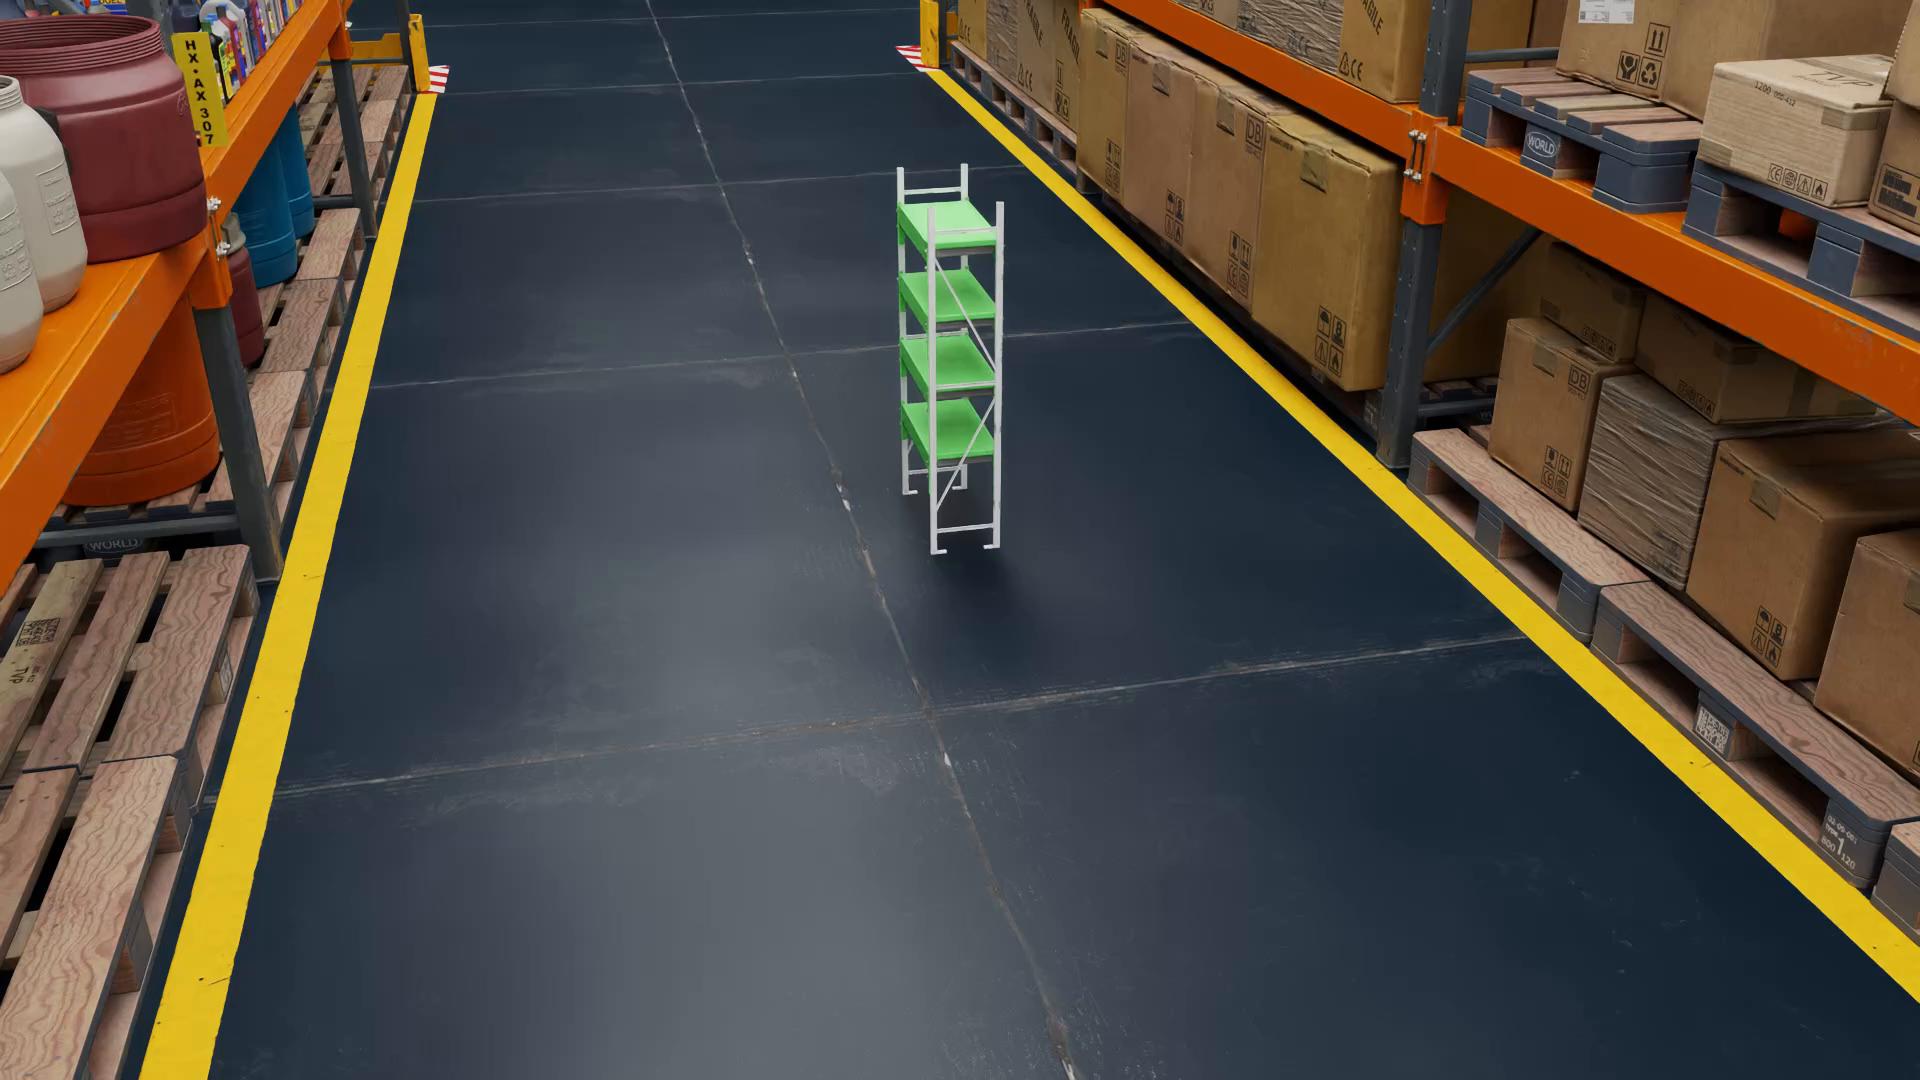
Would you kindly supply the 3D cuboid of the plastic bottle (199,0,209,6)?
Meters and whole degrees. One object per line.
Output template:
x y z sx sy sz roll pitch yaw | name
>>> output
-3.073 -2.166 6.856 0.097 0.271 0.097 0 27 0 | plastic bottle

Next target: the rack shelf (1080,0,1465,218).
1.639 -2.231 7.640 1.077 0.370 4.000 -6 27 -12 | rack shelf

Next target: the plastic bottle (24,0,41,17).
-3.513 -1.901 6.318 0.061 0.283 0.133 -6 27 -12 | plastic bottle

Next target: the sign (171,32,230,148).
-2.202 -1.303 4.822 0.100 0.325 0.005 -6 27 -12 | sign

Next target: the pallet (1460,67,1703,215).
2.354 -1.287 5.184 1.213 0.211 1.003 -6 27 -12 | pallet

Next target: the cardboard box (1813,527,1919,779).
2.658 0.272 4.167 0.700 0.500 0.500 -8 28 -16 | cardboard box

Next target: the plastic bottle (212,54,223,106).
-2.609 -1.609 5.738 0.061 0.283 0.133 -6 27 -12 | plastic bottle

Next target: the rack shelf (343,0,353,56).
-4.088 -3.484 10.123 1.077 0.370 4.000 -6 27 -12 | rack shelf

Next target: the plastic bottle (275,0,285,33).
-3.038 -2.350 7.215 0.152 0.276 0.135 -6 27 -12 | plastic bottle

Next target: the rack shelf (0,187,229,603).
-2.285 0.028 3.165 1.077 0.370 4.000 -6 27 -12 | rack shelf

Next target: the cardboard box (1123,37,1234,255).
1.554 -1.998 8.272 1.225 0.875 0.875 -7 28 -13 | cardboard box

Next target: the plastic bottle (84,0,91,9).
-3.696 -2.224 6.965 0.152 0.276 0.135 -6 27 -12 | plastic bottle

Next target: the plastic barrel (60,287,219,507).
-2.863 -0.603 5.559 0.600 0.830 0.708 -6 27 -12 | plastic barrel

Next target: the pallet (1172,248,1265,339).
1.714 -1.318 8.127 1.003 0.211 1.213 -6 27 -12 | pallet

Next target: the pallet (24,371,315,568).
-2.954 -0.269 6.048 1.003 0.211 1.213 -6 27 -12 | pallet

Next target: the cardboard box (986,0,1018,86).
0.714 -3.753 11.749 0.875 0.875 0.875 -6 27 -12 | cardboard box

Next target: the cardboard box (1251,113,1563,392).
1.954 -1.219 6.727 1.225 0.875 0.875 -7 28 -14 | cardboard box

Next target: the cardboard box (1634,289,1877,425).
2.399 -0.567 4.998 0.500 0.250 0.500 -3 27 -6 | cardboard box

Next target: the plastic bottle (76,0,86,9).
-3.644 -2.122 6.763 0.152 0.276 0.135 -6 27 -12 | plastic bottle

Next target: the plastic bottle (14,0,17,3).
-3.572 -1.895 6.305 0.061 0.283 0.133 -6 27 -12 | plastic bottle

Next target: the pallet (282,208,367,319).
-3.504 -1.340 8.170 1.003 0.211 1.213 -6 27 -12 | pallet

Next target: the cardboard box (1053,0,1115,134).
1.117 -2.967 10.192 0.875 0.875 0.875 -6 27 -12 | cardboard box

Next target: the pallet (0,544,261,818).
-2.599 0.417 4.689 1.003 0.211 1.213 -6 27 -12 | pallet

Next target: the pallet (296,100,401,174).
-4.120 -2.538 10.545 1.003 0.211 1.213 -6 27 -12 | pallet

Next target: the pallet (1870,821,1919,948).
2.814 0.985 3.565 1.003 0.211 1.213 -6 27 -12 | pallet

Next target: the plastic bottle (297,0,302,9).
-3.137 -2.638 7.778 0.061 0.283 0.133 -6 27 -12 | plastic bottle

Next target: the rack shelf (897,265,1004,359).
-0.037 -0.766 5.544 0.258 0.148 0.480 -6 27 -12 | rack shelf

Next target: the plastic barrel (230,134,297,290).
-3.372 -1.627 7.507 0.600 0.901 0.708 -6 27 -12 | plastic barrel

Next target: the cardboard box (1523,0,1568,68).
2.245 -1.960 6.194 0.500 0.500 0.500 -5 27 -10 | cardboard box

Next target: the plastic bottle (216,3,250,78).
-2.778 -1.898 6.324 0.097 0.271 0.097 0 27 0 | plastic bottle

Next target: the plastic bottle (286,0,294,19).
-3.112 -2.535 7.499 0.144 0.351 0.185 -6 27 -12 | plastic bottle

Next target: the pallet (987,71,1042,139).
0.814 -3.064 11.586 1.003 0.211 1.213 -6 27 -12 | pallet

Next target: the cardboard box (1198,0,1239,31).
1.396 -2.581 7.424 0.500 0.500 0.500 -5 27 -11 | cardboard box

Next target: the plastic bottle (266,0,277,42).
-2.955 -2.210 7.020 0.097 0.201 0.097 0 27 0 | plastic bottle

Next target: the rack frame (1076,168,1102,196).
1.188 -3.431 9.218 1.000 3.000 0.127 -6 27 -12 | rack frame

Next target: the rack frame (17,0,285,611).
-2.736 -1.172 4.742 1.000 3.000 0.127 -6 27 -12 | rack frame

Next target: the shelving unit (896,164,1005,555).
-0.037 -0.608 5.624 0.258 1.200 0.503 -6 27 -12 | shelving unit

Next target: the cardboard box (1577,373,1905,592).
2.397 -0.221 5.144 0.700 0.500 0.500 -8 28 -16 | cardboard box

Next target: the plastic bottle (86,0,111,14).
-3.526 -2.110 6.821 0.097 0.201 0.097 0 27 0 | plastic bottle

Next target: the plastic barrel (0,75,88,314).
-2.296 -0.792 3.865 0.421 0.512 0.421 0 27 0 | plastic barrel

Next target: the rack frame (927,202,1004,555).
0.018 -0.501 5.411 0.240 1.200 0.015 -6 27 -12 | rack frame

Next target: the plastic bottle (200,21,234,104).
-2.661 -1.710 5.939 0.061 0.283 0.133 -6 27 -12 | plastic bottle

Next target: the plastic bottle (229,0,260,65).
-2.863 -2.052 6.541 0.144 0.351 0.185 -6 27 -12 | plastic bottle

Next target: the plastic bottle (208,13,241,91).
-2.726 -1.796 6.123 0.097 0.271 0.097 0 27 0 | plastic bottle

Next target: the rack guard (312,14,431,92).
-4.557 -3.577 12.282 1.175 0.500 0.348 -6 27 -12 | rack guard

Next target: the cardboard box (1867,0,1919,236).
2.510 -0.904 3.631 0.797 0.503 0.637 -3 27 -6 | cardboard box

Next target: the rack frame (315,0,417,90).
-4.539 -4.684 11.700 1.000 3.000 0.127 -6 27 -12 | rack frame

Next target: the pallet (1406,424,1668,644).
2.264 -0.087 5.687 1.003 0.211 1.213 -6 27 -12 | pallet

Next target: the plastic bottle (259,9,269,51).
-2.902 -2.108 6.818 0.097 0.201 0.097 0 27 0 | plastic bottle

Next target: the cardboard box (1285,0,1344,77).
1.630 -2.130 6.530 0.500 0.500 0.500 -6 27 -12 | cardboard box

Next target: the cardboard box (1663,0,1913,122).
2.473 -1.439 4.695 0.700 0.500 0.500 -2 27 -4 | cardboard box

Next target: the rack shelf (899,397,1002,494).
-0.037 -0.337 5.761 0.258 0.148 0.480 -6 27 -12 | rack shelf
